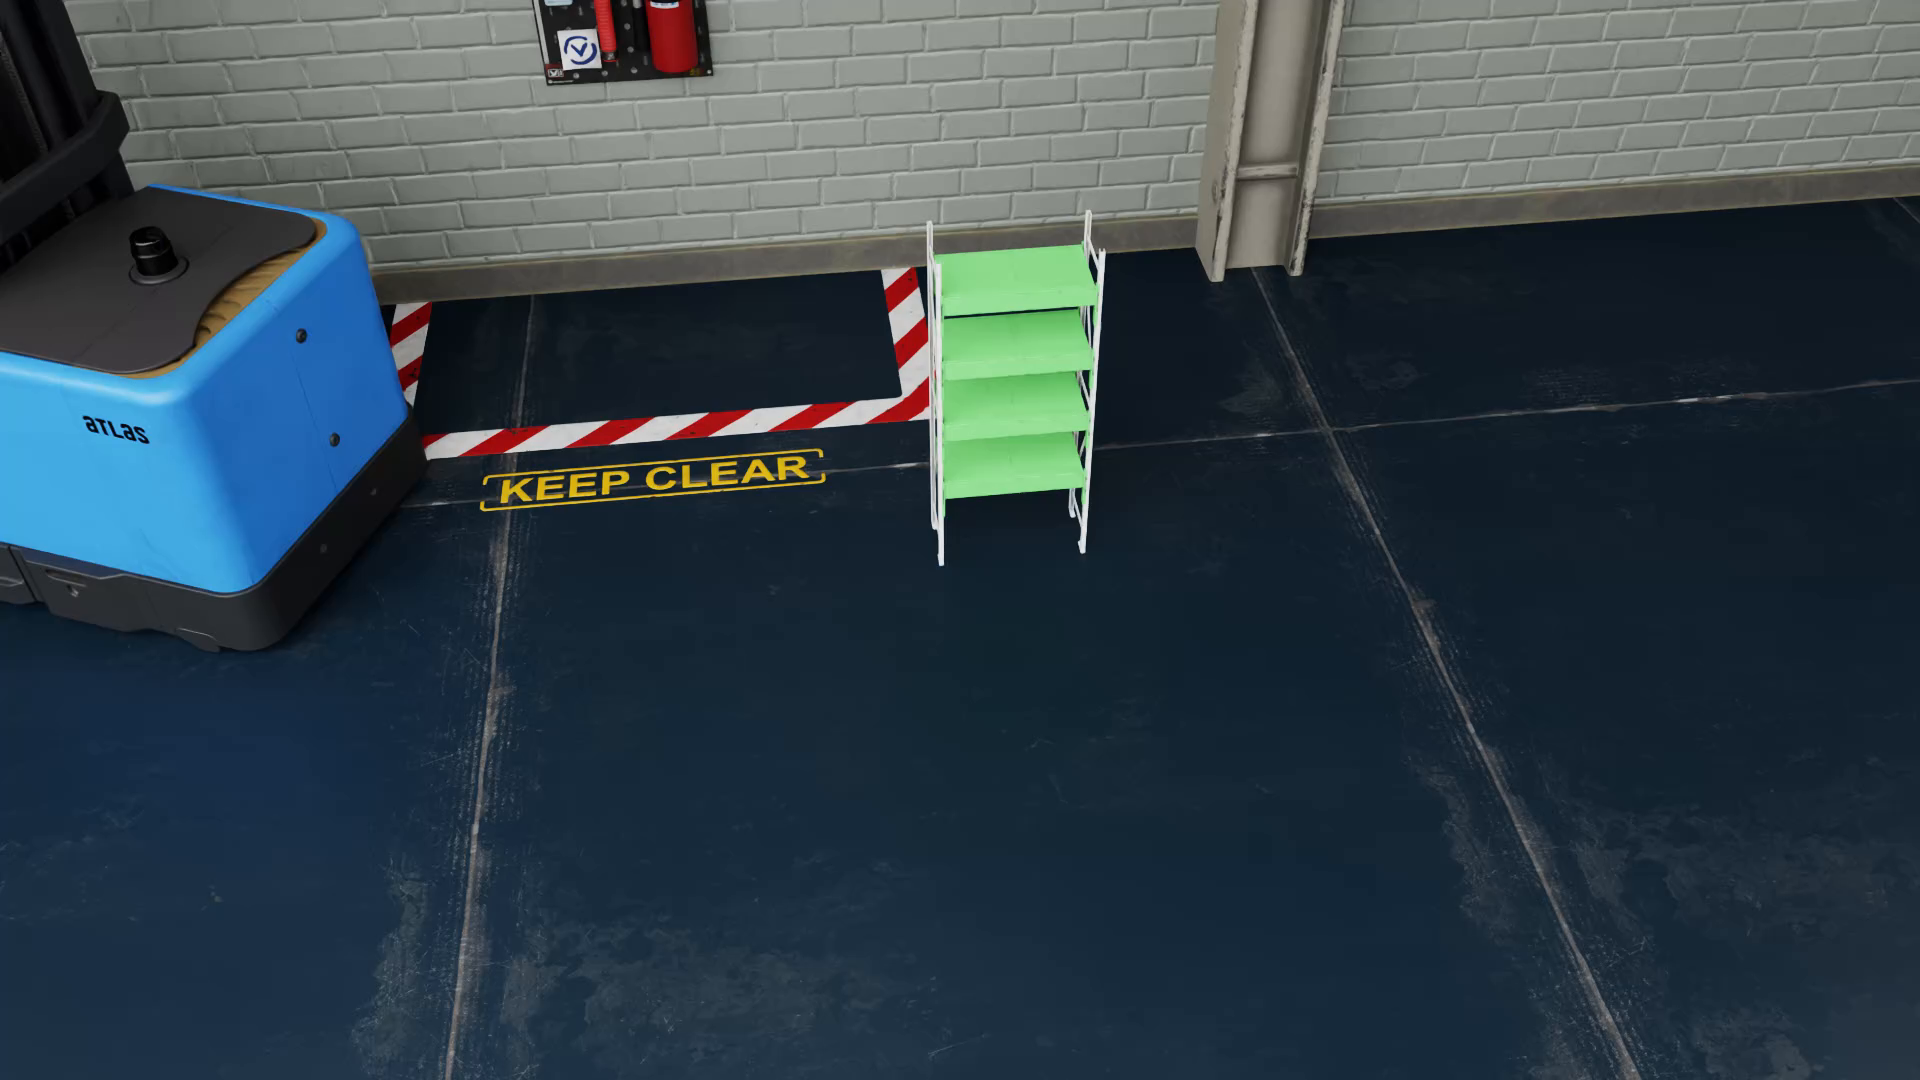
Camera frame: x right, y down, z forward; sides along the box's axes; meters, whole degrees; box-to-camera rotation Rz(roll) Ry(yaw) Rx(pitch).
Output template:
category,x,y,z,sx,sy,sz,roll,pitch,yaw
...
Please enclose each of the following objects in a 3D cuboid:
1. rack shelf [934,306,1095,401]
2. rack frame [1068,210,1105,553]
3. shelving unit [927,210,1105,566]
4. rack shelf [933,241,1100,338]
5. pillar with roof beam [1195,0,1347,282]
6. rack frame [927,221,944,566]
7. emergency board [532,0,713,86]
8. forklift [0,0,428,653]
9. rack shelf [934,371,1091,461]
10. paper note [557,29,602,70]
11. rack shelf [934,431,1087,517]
category,x,y,z,sx,sy,sz,roll,pitch,yaw
rack shelf,0.164,-0.591,5.246,0.480,0.148,0.258,-5,42,-6
rack frame,0.406,-0.481,5.388,0.015,1.200,0.240,-5,42,-6
shelving unit,0.164,-0.460,5.364,0.503,1.200,0.258,-5,42,-6
rack shelf,0.164,-0.769,5.085,0.480,0.148,0.258,-5,42,-6
pillar with roof beam,1.782,-1.681,0.895,0.400,9.000,9.100,-5,42,-6
rack frame,-0.078,-0.439,5.341,0.015,1.200,0.240,-5,42,-6
emergency board,-1.232,-2.123,5.864,0.643,1.169,0.194,-5,42,-6
forklift,-3.474,-1.300,5.002,3.031,2.935,1.130,12,43,13
rack shelf,0.164,-0.412,5.407,0.480,0.148,0.258,-5,42,-6
paper note,-1.416,-1.826,6.193,0.142,0.148,0.016,-5,42,-6
rack shelf,0.164,-0.234,5.568,0.480,0.148,0.258,-5,42,-6
